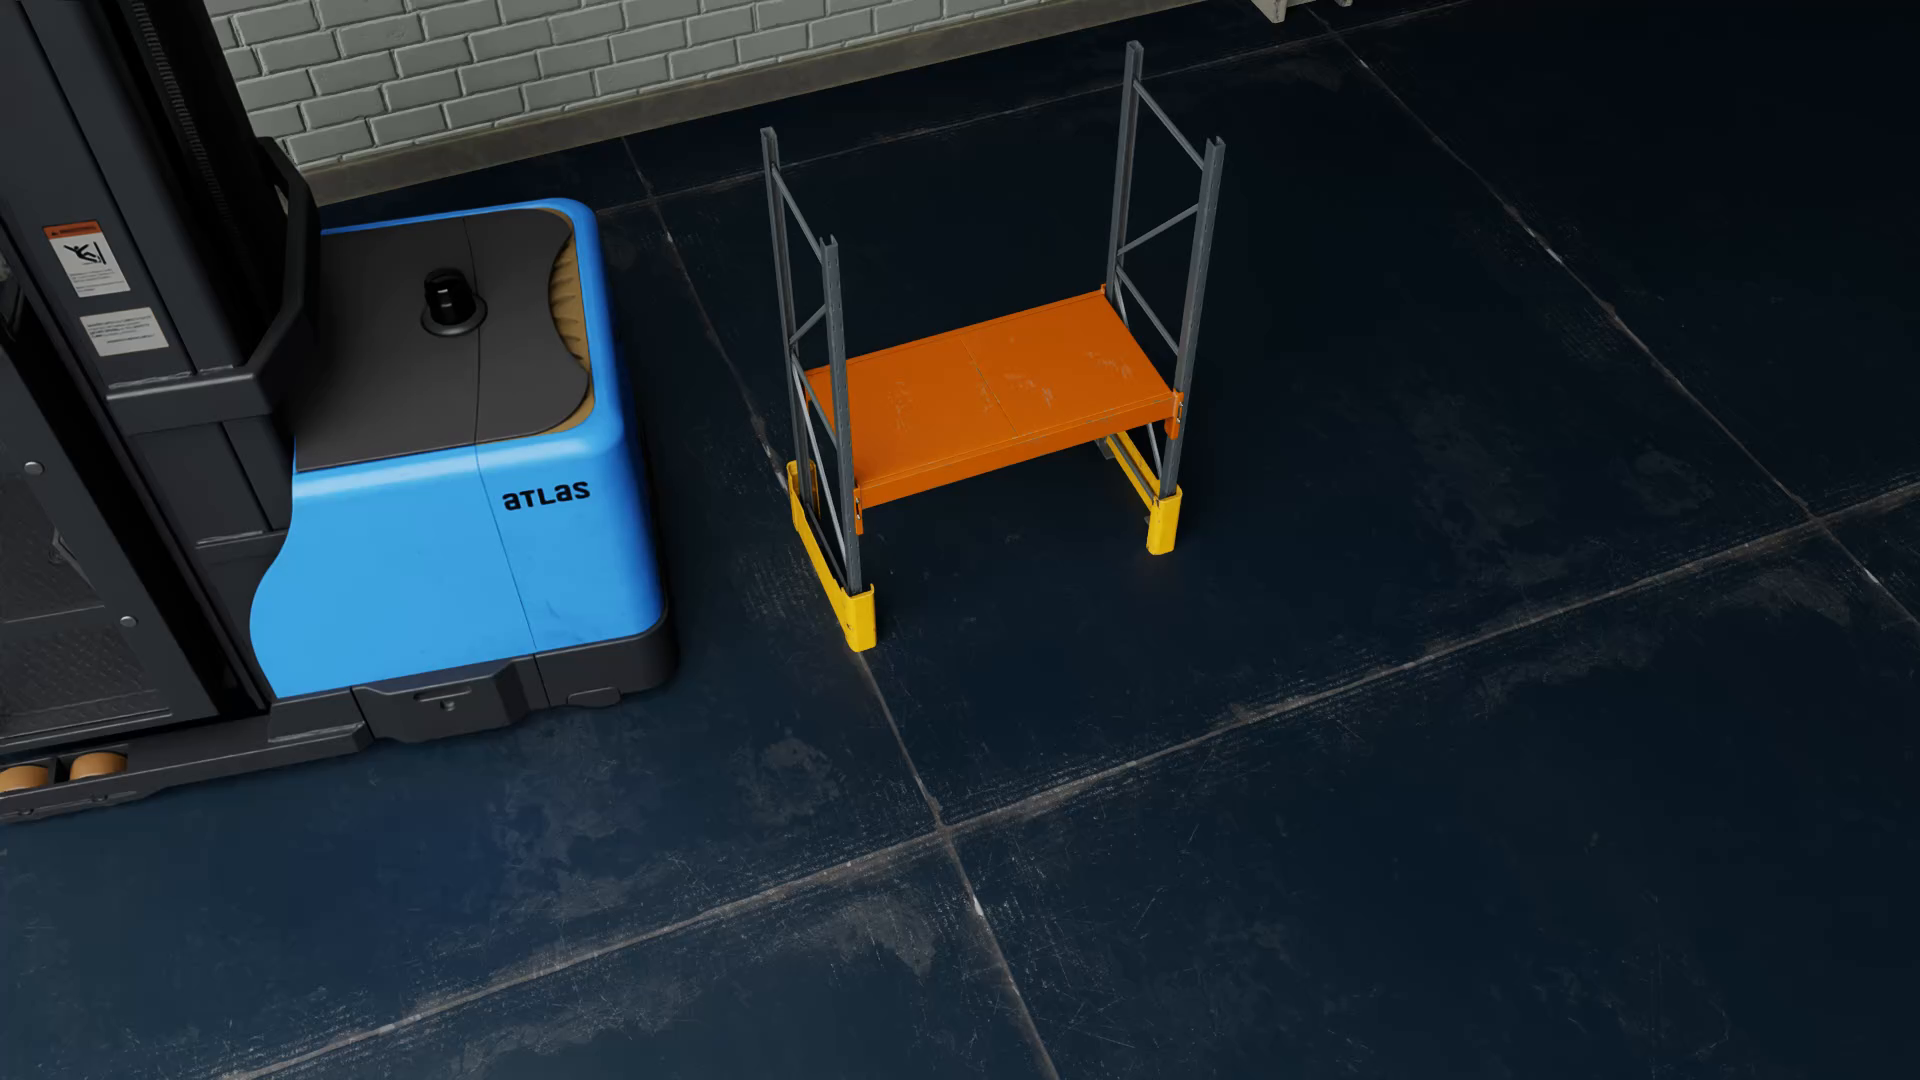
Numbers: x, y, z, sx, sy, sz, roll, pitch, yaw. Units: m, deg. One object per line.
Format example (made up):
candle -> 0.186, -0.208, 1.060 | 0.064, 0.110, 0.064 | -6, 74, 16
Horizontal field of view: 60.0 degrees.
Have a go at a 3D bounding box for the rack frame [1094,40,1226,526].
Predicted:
rack frame -> 0.550, -0.659, 4.827 | 0.032, 1.500, 0.500 | -17, 52, -14

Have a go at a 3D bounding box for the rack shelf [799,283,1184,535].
rack shelf -> 0.079, -0.396, 4.838 | 1.000, 0.185, 0.538 | -17, 52, -14

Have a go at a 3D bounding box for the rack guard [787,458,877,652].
rack guard -> -0.390, 0.040, 5.051 | 0.087, 0.250, 0.587 | -17, 52, -14

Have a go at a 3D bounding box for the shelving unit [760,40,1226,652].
shelving unit -> 0.071, -0.510, 4.700 | 1.083, 1.500, 0.587 | -17, 52, -14

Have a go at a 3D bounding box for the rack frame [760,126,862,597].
rack frame -> -0.392, -0.367, 4.577 | 0.032, 1.500, 0.500 | -17, 52, -14

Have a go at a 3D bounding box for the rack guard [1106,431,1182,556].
rack guard -> 0.532, -0.246, 5.297 | 0.087, 0.250, 0.587 | -17, 52, -14

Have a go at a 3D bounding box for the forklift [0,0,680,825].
forklift -> -2.392, -0.626, 3.855 | 3.031, 2.935, 1.130 | -10, 50, -8
